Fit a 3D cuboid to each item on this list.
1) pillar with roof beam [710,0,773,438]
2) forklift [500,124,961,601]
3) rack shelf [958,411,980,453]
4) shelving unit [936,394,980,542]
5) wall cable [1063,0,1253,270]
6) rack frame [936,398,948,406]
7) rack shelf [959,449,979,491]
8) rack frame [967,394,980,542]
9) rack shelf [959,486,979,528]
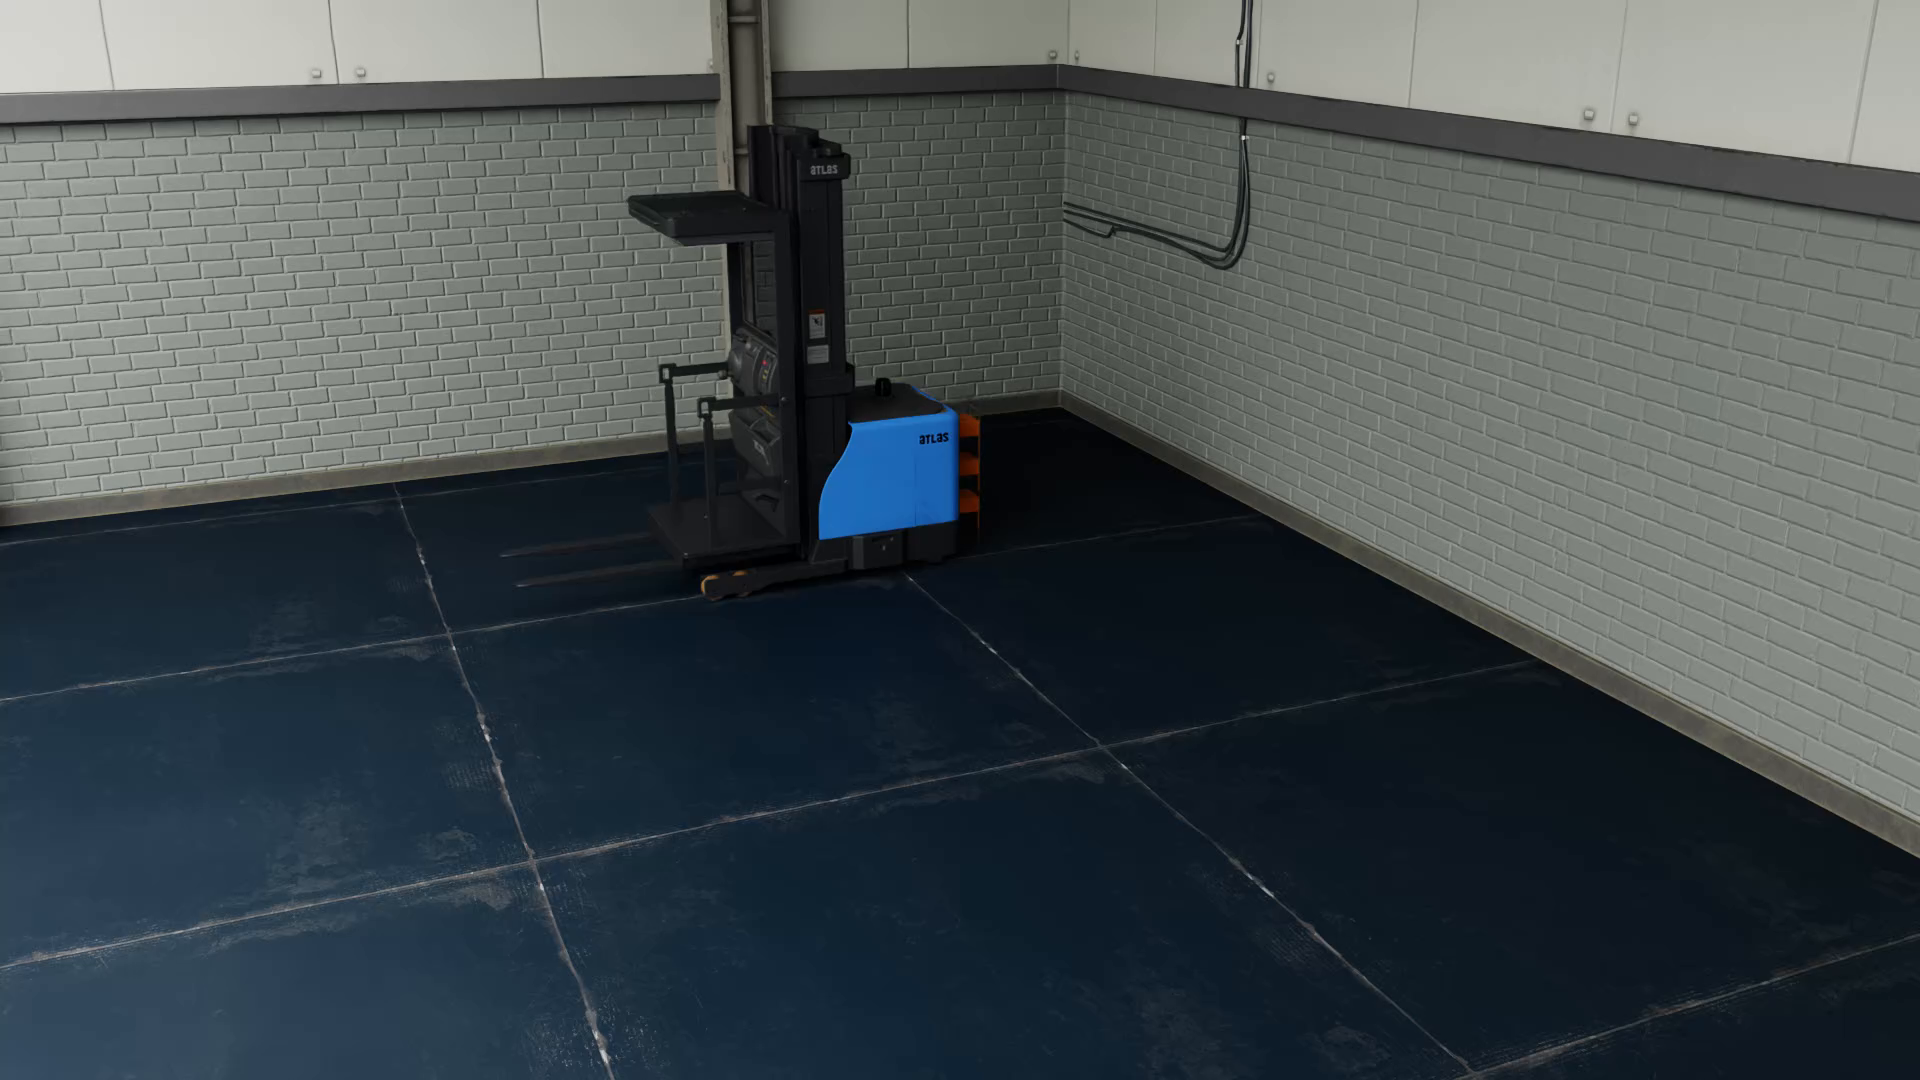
[{"bbox_3d":[-0.041,-3.753,9.132,0.400,9.000,9.100,-8,21,-22],"label":"pillar with roof beam"},{"bbox_3d":[-1.554,-1.184,10.972,3.031,2.935,1.130,-8,21,-22],"label":"forklift"},{"bbox_3d":[-0.014,-0.751,11.752,0.240,0.259,0.215,-8,21,-22],"label":"rack shelf"},{"bbox_3d":[-0.014,-0.493,11.843,0.252,1.050,0.215,-8,21,-22],"label":"shelving unit"},{"bbox_3d":[1.483,-3.586,13.331,0.112,2.526,3.097,-8,21,-22],"label":"wall cable"},{"bbox_3d":[-0.126,-0.477,11.796,0.008,1.050,0.200,-8,21,-22],"label":"rack frame"},{"bbox_3d":[-0.014,-0.483,11.846,0.240,0.259,0.215,-8,21,-22],"label":"rack shelf"},{"bbox_3d":[0.098,-0.510,11.889,0.008,1.050,0.200,-8,21,-22],"label":"rack frame"},{"bbox_3d":[-0.014,-0.221,11.938,0.240,0.259,0.215,-8,21,-22],"label":"rack shelf"}]
